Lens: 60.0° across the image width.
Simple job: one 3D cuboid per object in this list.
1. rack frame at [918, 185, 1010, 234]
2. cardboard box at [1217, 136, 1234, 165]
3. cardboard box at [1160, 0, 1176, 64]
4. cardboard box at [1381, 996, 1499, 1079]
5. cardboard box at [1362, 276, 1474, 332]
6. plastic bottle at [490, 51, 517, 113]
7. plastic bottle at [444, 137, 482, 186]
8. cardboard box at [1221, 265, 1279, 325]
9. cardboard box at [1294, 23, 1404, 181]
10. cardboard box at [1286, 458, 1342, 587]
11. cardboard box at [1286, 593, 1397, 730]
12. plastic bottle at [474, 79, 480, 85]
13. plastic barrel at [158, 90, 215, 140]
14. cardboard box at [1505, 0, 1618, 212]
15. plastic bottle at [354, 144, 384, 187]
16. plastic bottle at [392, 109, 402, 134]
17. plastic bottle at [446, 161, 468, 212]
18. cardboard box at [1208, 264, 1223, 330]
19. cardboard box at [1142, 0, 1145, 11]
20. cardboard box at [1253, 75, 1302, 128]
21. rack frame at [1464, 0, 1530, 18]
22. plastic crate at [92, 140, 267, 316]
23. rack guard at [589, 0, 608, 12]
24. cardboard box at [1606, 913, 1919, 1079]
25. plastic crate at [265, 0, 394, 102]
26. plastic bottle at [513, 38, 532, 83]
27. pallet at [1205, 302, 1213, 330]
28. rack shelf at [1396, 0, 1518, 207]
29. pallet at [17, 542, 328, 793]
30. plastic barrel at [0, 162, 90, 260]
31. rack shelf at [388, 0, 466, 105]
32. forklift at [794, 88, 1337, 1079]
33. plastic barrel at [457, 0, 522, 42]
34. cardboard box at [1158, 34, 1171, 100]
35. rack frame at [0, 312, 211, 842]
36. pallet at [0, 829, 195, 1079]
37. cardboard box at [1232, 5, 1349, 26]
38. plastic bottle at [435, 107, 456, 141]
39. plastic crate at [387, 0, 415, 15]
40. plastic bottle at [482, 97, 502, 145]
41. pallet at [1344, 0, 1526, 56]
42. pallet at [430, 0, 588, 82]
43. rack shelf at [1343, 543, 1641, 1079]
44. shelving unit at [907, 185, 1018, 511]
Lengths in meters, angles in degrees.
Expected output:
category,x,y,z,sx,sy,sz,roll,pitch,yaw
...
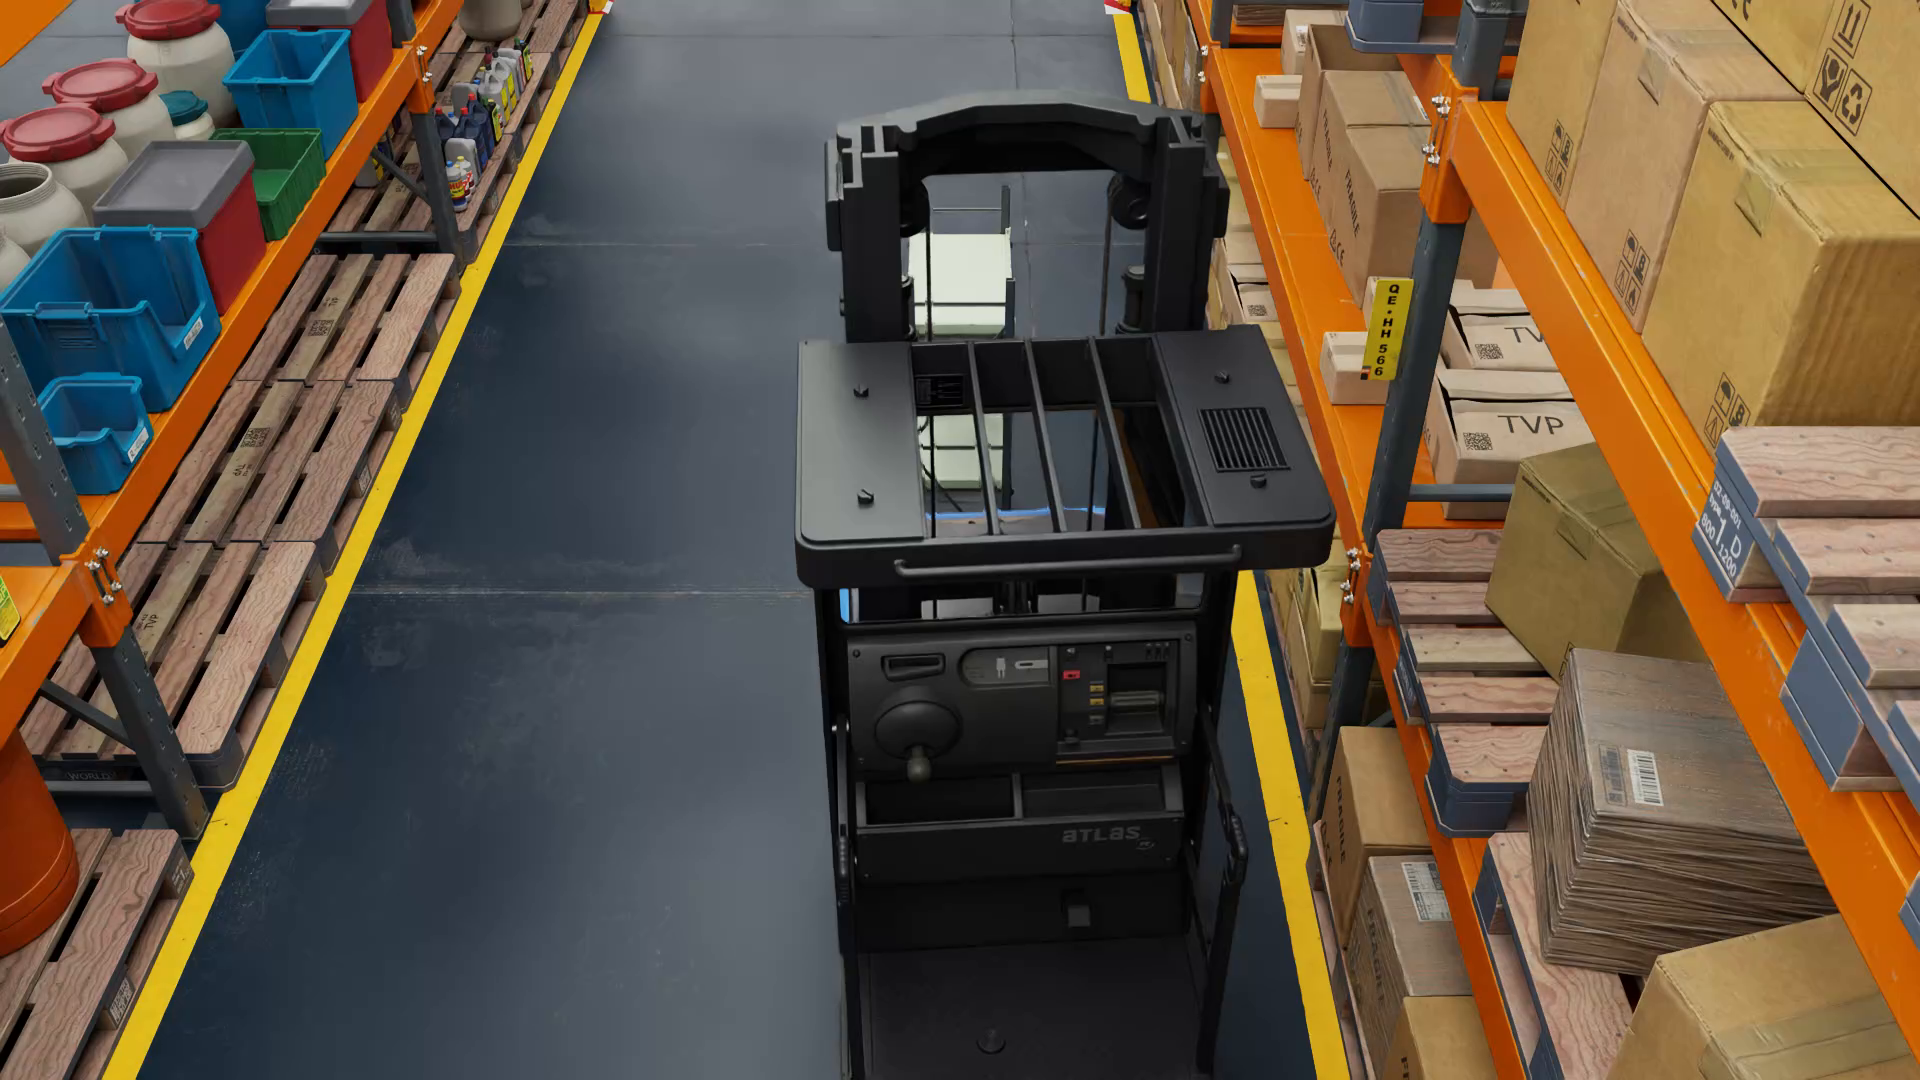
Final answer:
category,x,y,z,sx,sy,sz,roll,pitch,yaw
rack frame,0.000,-0.818,7.072,0.400,1.500,0.023,0,39,0
cardboard box,1.525,-2.018,9.233,0.500,0.250,0.500,0,39,0
cardboard box,1.517,-3.249,10.169,0.500,0.500,0.500,0,39,0
cardboard box,1.465,1.593,4.510,0.500,0.500,0.500,-1,39,-1
cardboard box,1.691,-0.836,6.095,0.380,0.149,0.250,3,39,3
plastic bottle,-2.796,-2.780,10.086,0.144,0.351,0.185,1,39,2
plastic bottle,-2.799,-2.147,9.357,0.152,0.276,0.135,1,39,2
cardboard box,1.493,-1.052,7.579,0.500,0.311,0.500,-1,39,-2
cardboard box,1.729,-1.867,7.101,0.500,0.500,0.500,3,39,3
cardboard box,1.495,-0.098,6.389,0.500,0.311,0.500,-1,39,-1
cardboard box,1.504,0.444,6.160,0.500,0.250,0.500,1,39,1
plastic bottle,-2.917,-2.694,10.099,0.097,0.201,0.097,0,39,0
plastic barrel,-3.361,-1.755,7.152,0.301,0.262,0.301,0,39,0
cardboard box,1.783,-1.073,3.712,0.910,0.500,0.500,0,39,0
plastic bottle,-3.354,-2.177,9.334,0.144,0.351,0.185,0,39,0
plastic bottle,-3.388,-2.575,9.885,0.061,0.283,0.133,0,39,0
plastic bottle,-2.771,-1.943,9.106,0.097,0.271,0.097,0,39,0
cardboard box,1.496,-1.156,8.157,0.500,0.250,0.500,1,39,1
cardboard box,1.518,-3.894,11.574,0.500,0.250,0.500,0,39,0
cardboard box,1.541,-1.985,7.530,0.380,0.149,0.250,0,39,0
rack frame,1.749,-2.477,3.145,1.000,3.000,0.127,0,39,0
plastic crate,-2.900,-1.171,6.261,0.402,0.464,0.583,0,39,0
rack guard,-3.167,-4.115,11.985,1.175,0.500,0.348,0,39,0
cardboard box,1.690,1.057,3.116,0.700,0.500,0.500,-9,40,-11
plastic crate,-2.903,-2.359,7.744,0.402,0.464,0.583,0,39,0
plastic bottle,-2.755,-3.028,10.451,0.061,0.283,0.133,1,39,1
pallet,1.784,-1.089,8.440,1.003,0.211,1.213,0,39,0
rack shelf,1.747,-2.277,5.869,1.077,0.370,4.000,0,39,0
pallet,-3.167,0.469,6.496,1.003,0.211,1.213,0,39,0
plastic barrel,-3.420,-1.085,6.116,0.421,0.512,0.421,0,39,0
rack shelf,-3.211,-3.606,9.927,1.077,0.370,4.000,0,39,0
forklift,0.186,0.508,4.273,1.130,2.935,3.031,-3,39,-3
plastic barrel,-3.136,-3.606,11.005,0.421,0.512,0.421,0,39,0
cardboard box,1.518,-2.956,10.403,0.500,0.250,0.500,0,39,0
rack frame,-3.204,-0.135,5.020,1.000,3.000,0.127,0,39,0
pallet,-3.162,1.446,5.277,1.003,0.211,1.213,0,39,0
cardboard box,1.737,-2.954,8.458,0.700,0.500,0.500,-1,39,-1
plastic bottle,-2.939,-2.279,9.462,0.144,0.351,0.185,0,39,0
plastic crate,-3.082,-2.940,8.569,0.767,0.338,0.504,0,39,0
plastic bottle,-2.754,-2.475,9.760,0.061,0.283,0.133,2,39,2
pallet,1.659,-1.657,4.672,1.213,0.211,1.003,2,39,2
pallet,-3.171,-3.494,11.441,1.003,0.211,1.213,0,39,0
rack shelf,1.751,1.395,3.686,1.077,0.370,4.000,0,39,0
shelving unit,0.000,-0.589,6.786,0.431,1.500,0.755,0,39,0
